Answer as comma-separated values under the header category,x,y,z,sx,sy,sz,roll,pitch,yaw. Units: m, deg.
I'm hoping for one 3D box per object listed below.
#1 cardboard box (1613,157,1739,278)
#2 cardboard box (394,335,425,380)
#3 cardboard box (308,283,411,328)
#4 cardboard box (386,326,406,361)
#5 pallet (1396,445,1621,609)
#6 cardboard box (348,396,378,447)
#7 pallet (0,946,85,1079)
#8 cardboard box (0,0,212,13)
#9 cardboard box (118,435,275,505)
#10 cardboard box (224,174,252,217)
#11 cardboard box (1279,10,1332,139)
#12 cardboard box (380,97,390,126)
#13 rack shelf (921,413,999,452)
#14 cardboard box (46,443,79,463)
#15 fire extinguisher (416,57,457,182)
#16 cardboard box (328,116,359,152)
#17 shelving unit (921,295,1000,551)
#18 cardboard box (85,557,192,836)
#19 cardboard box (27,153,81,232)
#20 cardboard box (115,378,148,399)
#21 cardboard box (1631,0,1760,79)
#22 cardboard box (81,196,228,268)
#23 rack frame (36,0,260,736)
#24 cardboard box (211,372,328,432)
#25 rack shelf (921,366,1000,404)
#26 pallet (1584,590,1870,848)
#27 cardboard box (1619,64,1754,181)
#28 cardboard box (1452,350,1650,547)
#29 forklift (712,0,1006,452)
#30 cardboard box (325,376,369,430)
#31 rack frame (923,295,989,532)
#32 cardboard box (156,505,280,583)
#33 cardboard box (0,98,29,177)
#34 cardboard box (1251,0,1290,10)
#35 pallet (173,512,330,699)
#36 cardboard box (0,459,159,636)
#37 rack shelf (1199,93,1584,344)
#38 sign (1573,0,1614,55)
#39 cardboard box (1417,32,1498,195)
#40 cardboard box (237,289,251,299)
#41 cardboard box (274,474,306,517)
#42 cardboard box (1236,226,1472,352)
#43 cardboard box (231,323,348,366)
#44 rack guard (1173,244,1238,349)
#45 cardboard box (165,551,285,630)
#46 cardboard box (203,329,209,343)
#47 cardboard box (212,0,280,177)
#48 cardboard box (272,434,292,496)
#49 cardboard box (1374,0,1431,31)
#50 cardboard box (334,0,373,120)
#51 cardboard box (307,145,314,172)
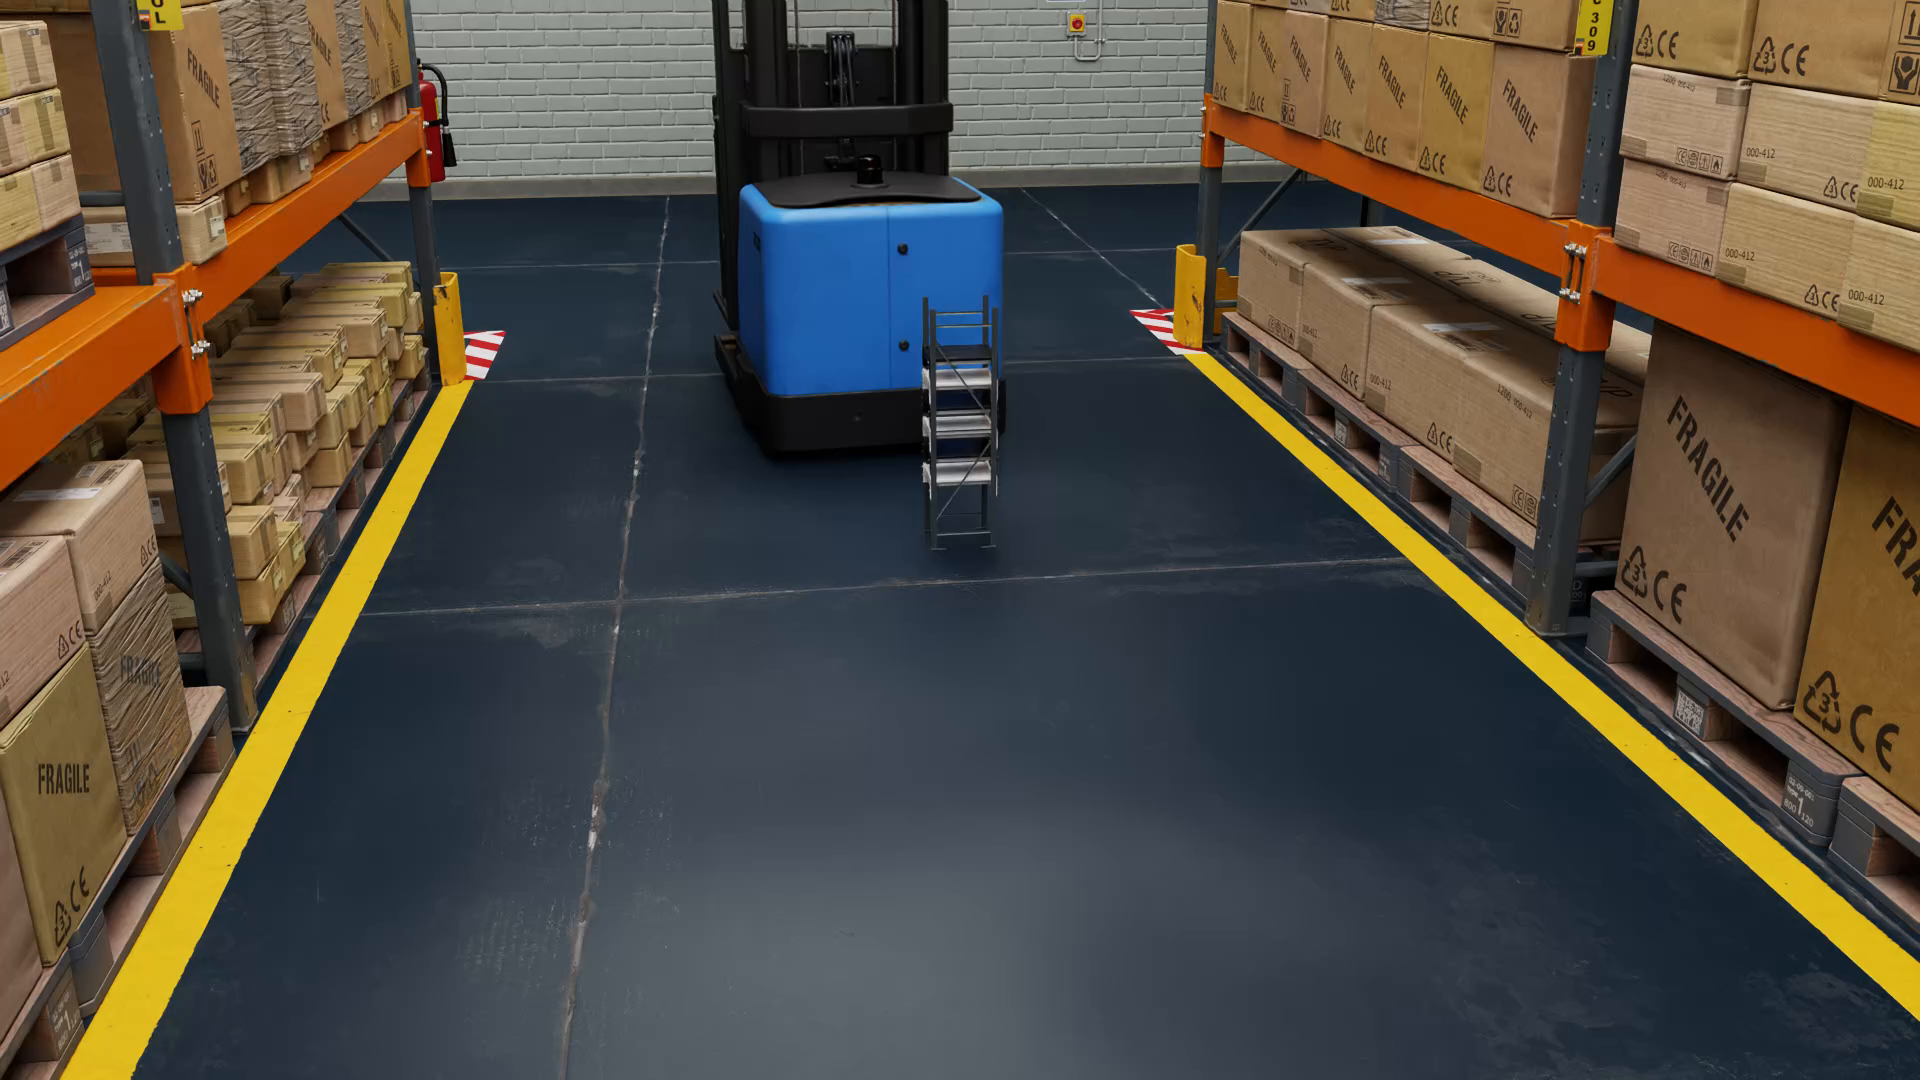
category,x,y,z,sx,sy,sz,roll,pitch,yaw
cardboard box,2.159,-0.895,4.539,0.500,0.250,0.500,-3,21,-9
cardboard box,-2.684,-0.837,7.643,0.380,0.149,0.250,-2,21,-6
cardboard box,-2.634,-1.027,7.304,0.380,0.149,0.250,-3,21,-9
cardboard box,-2.668,-0.883,7.344,0.380,0.149,0.250,-4,21,-10
pallet,2.325,-0.092,6.160,1.003,0.211,1.213,-3,21,-8
cardboard box,-2.564,-0.475,6.676,0.380,0.149,0.250,-3,21,-7
pallet,-2.234,1.153,2.828,1.003,0.211,1.213,-3,21,-8
cardboard box,-2.351,-1.669,4.401,0.500,0.500,0.500,-2,21,-6
cardboard box,-2.353,-0.214,5.126,0.380,0.149,0.250,-2,21,-5
cardboard box,-2.479,-1.113,5.267,0.380,0.149,0.250,-4,21,-10
cardboard box,1.721,-2.031,7.224,0.500,0.500,0.500,-3,21,-8
cardboard box,-2.778,-1.927,7.447,0.380,0.149,0.250,-3,21,-8
rack shelf,-0.001,-0.393,6.078,0.258,0.077,0.200,-3,21,-8
cardboard box,-2.912,-0.183,5.042,0.380,0.149,0.250,-3,21,-7
fire extinguisher,-2.683,-2.131,8.277,0.296,0.674,0.183,-3,21,-8
cardboard box,-2.658,-1.661,6.735,0.380,0.149,0.250,-4,21,-10
shelving unit,-0.001,-0.424,6.066,0.258,0.900,0.210,-3,21,-8
cardboard box,-2.171,0.372,3.906,0.500,0.500,0.500,-3,21,-9
cardboard box,-2.274,-0.798,3.824,0.380,0.149,0.250,-3,21,-9
cardboard box,-3.046,-0.451,5.761,0.380,0.149,0.250,-4,21,-10
cardboard box,2.136,-1.479,4.318,0.500,0.500,0.500,-3,21,-7
cardboard box,-2.244,-0.843,4.545,0.380,0.149,0.250,-2,21,-6
rack frame,-2.527,-0.846,4.195,1.000,3.000,0.127,-3,21,-8
cardboard box,-2.454,-0.481,5.840,0.380,0.149,0.250,-2,21,-7
rack shelf,-0.001,-0.562,6.015,0.258,0.077,0.200,-3,21,-8
pallet,2.543,0.439,4.740,1.003,0.211,1.213,-3,21,-8
cardboard box,2.141,-1.128,4.450,0.500,0.250,0.500,-4,21,-9
cardboard box,2.372,-0.350,5.928,0.875,0.438,0.875,-3,21,-9
forklift,-0.653,-2.228,7.993,1.130,2.935,3.031,-5,21,-13
cardboard box,-2.495,-0.521,6.374,0.380,0.149,0.250,-3,21,-7
rack frame,-0.016,-0.460,6.160,0.240,0.900,0.006,-3,21,-8
cardboard box,-2.263,0.012,4.947,0.380,0.149,0.250,-2,21,-5
cardboard box,-2.235,-0.846,3.527,0.380,0.149,0.250,-3,21,-7
cardboard box,1.649,-2.672,7.511,0.500,0.500,0.500,-3,21,-9
pallet,-2.659,0.229,5.300,1.003,0.211,1.213,-3,21,-8
cardboard box,-2.169,0.022,3.771,0.500,0.250,0.500,-3,21,-9
rack shelf,2.069,-1.486,6.937,1.077,0.370,4.000,-3,21,-8
sign,1.808,-1.545,4.715,0.100,0.325,0.005,-3,21,-8
cardboard box,1.957,-1.503,5.811,0.500,0.500,0.500,-3,21,-9
cardboard box,-3.296,-0.989,7.202,0.380,0.149,0.250,-3,21,-8
cardboard box,-2.473,-0.111,5.699,0.380,0.149,0.250,-3,21,-9
cardboard box,1.974,-1.289,8.441,0.875,0.438,0.875,-4,21,-10
cardboard box,-2.637,-0.747,6.554,0.380,0.149,0.250,-4,21,-10
rack guard,1.777,-1.353,9.124,1.175,0.500,0.348,-3,21,-8
cardboard box,-2.262,0.150,5.001,0.380,0.149,0.250,-4,21,-10
cardboard box,-3.155,-0.718,6.475,0.380,0.149,0.250,-3,21,-7
cardboard box,-2.427,-1.388,5.076,0.500,0.500,0.500,-3,21,-8
cardboard box,-2.495,-0.248,5.641,0.380,0.149,0.250,-4,21,-11
cardboard box,1.868,-2.147,6.106,0.500,0.500,0.500,-3,21,-7
cardboard box,-2.632,-1.921,6.504,0.500,0.500,0.500,-3,21,-8
cardboard box,-2.566,-1.387,6.002,0.380,0.149,0.250,-2,21,-6
